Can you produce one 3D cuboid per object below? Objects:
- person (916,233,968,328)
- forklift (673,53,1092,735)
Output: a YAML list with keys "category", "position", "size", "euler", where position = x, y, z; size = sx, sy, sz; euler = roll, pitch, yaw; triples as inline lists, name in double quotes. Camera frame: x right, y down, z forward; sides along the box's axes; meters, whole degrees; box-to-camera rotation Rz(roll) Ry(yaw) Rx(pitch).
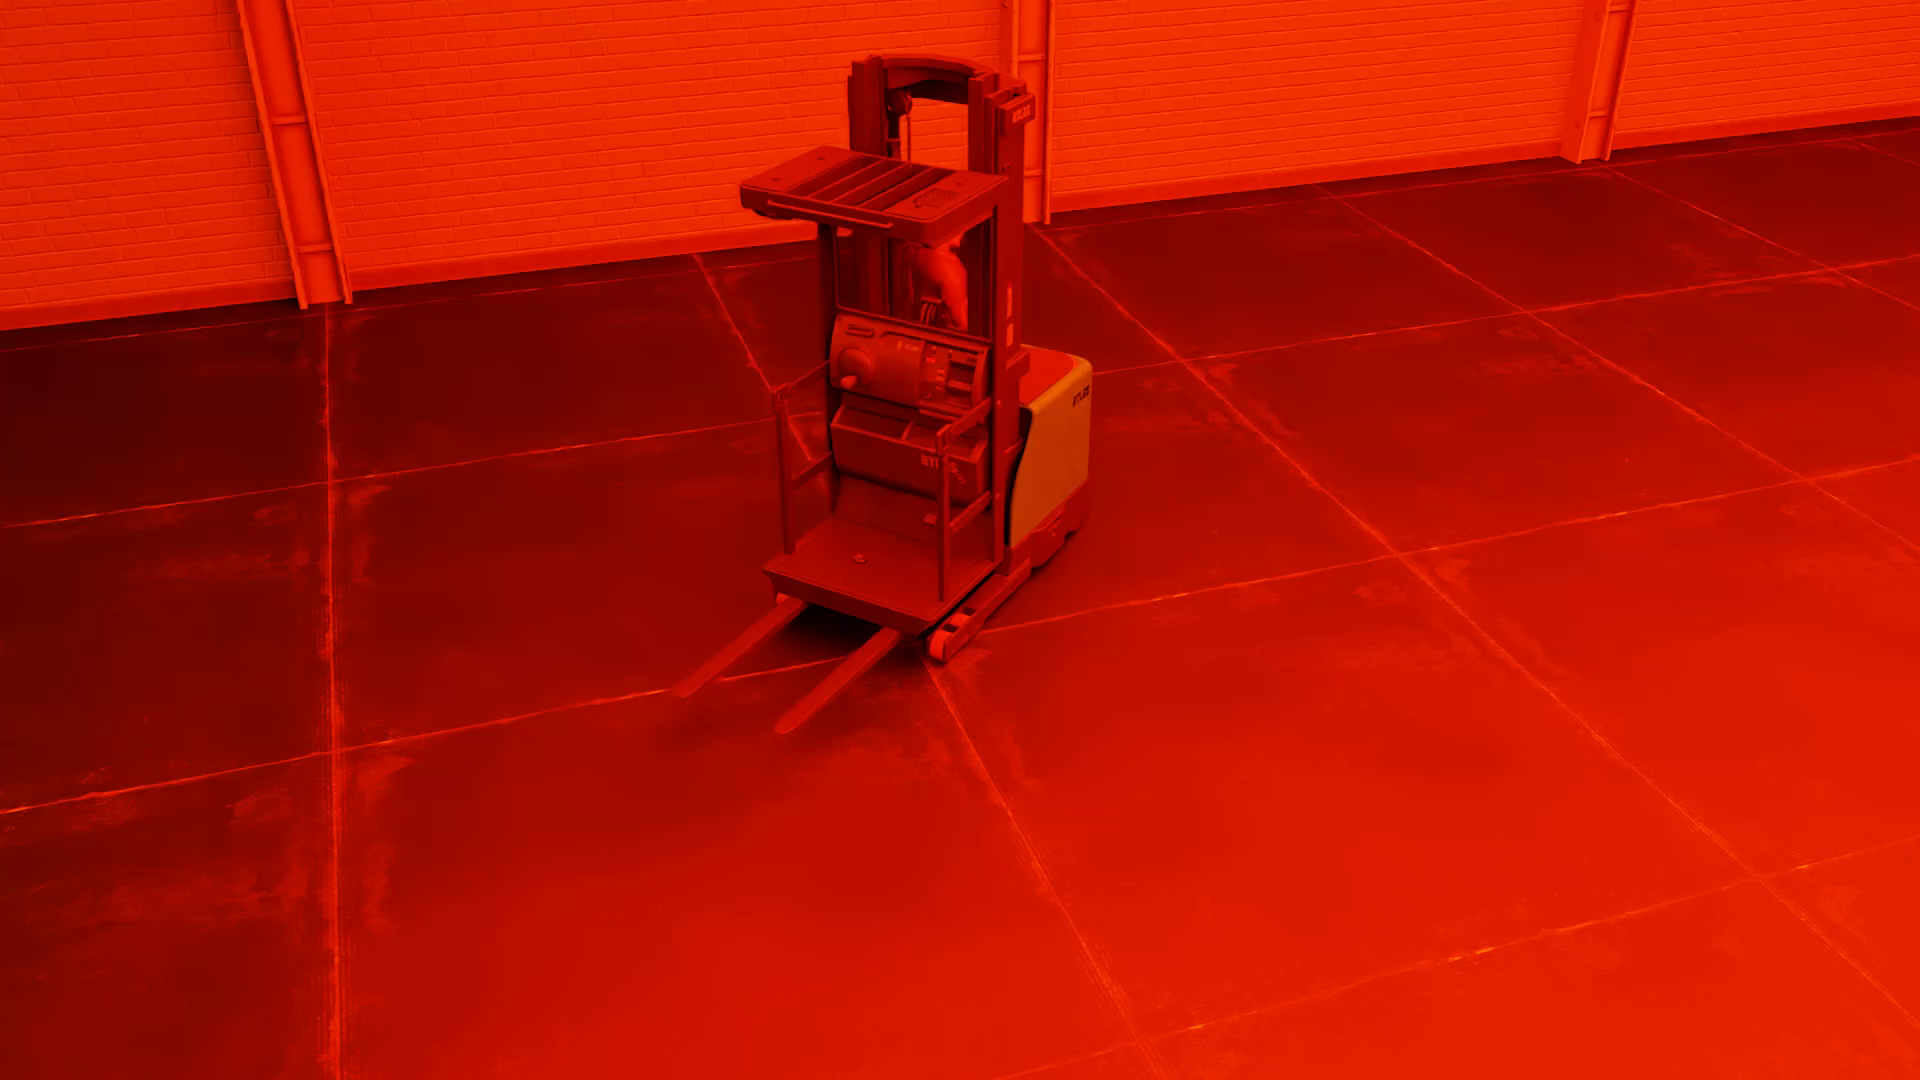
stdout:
- category: "person"
  position: [0.016, -1.327, 10.693]
  size: [0.723, 1.670, 0.897]
  euler: [-8, 31, -13]
- category: "forklift"
  position: [-0.381, -0.882, 8.620]
  size: [1.130, 2.935, 3.031]
  euler: [16, 34, 26]
